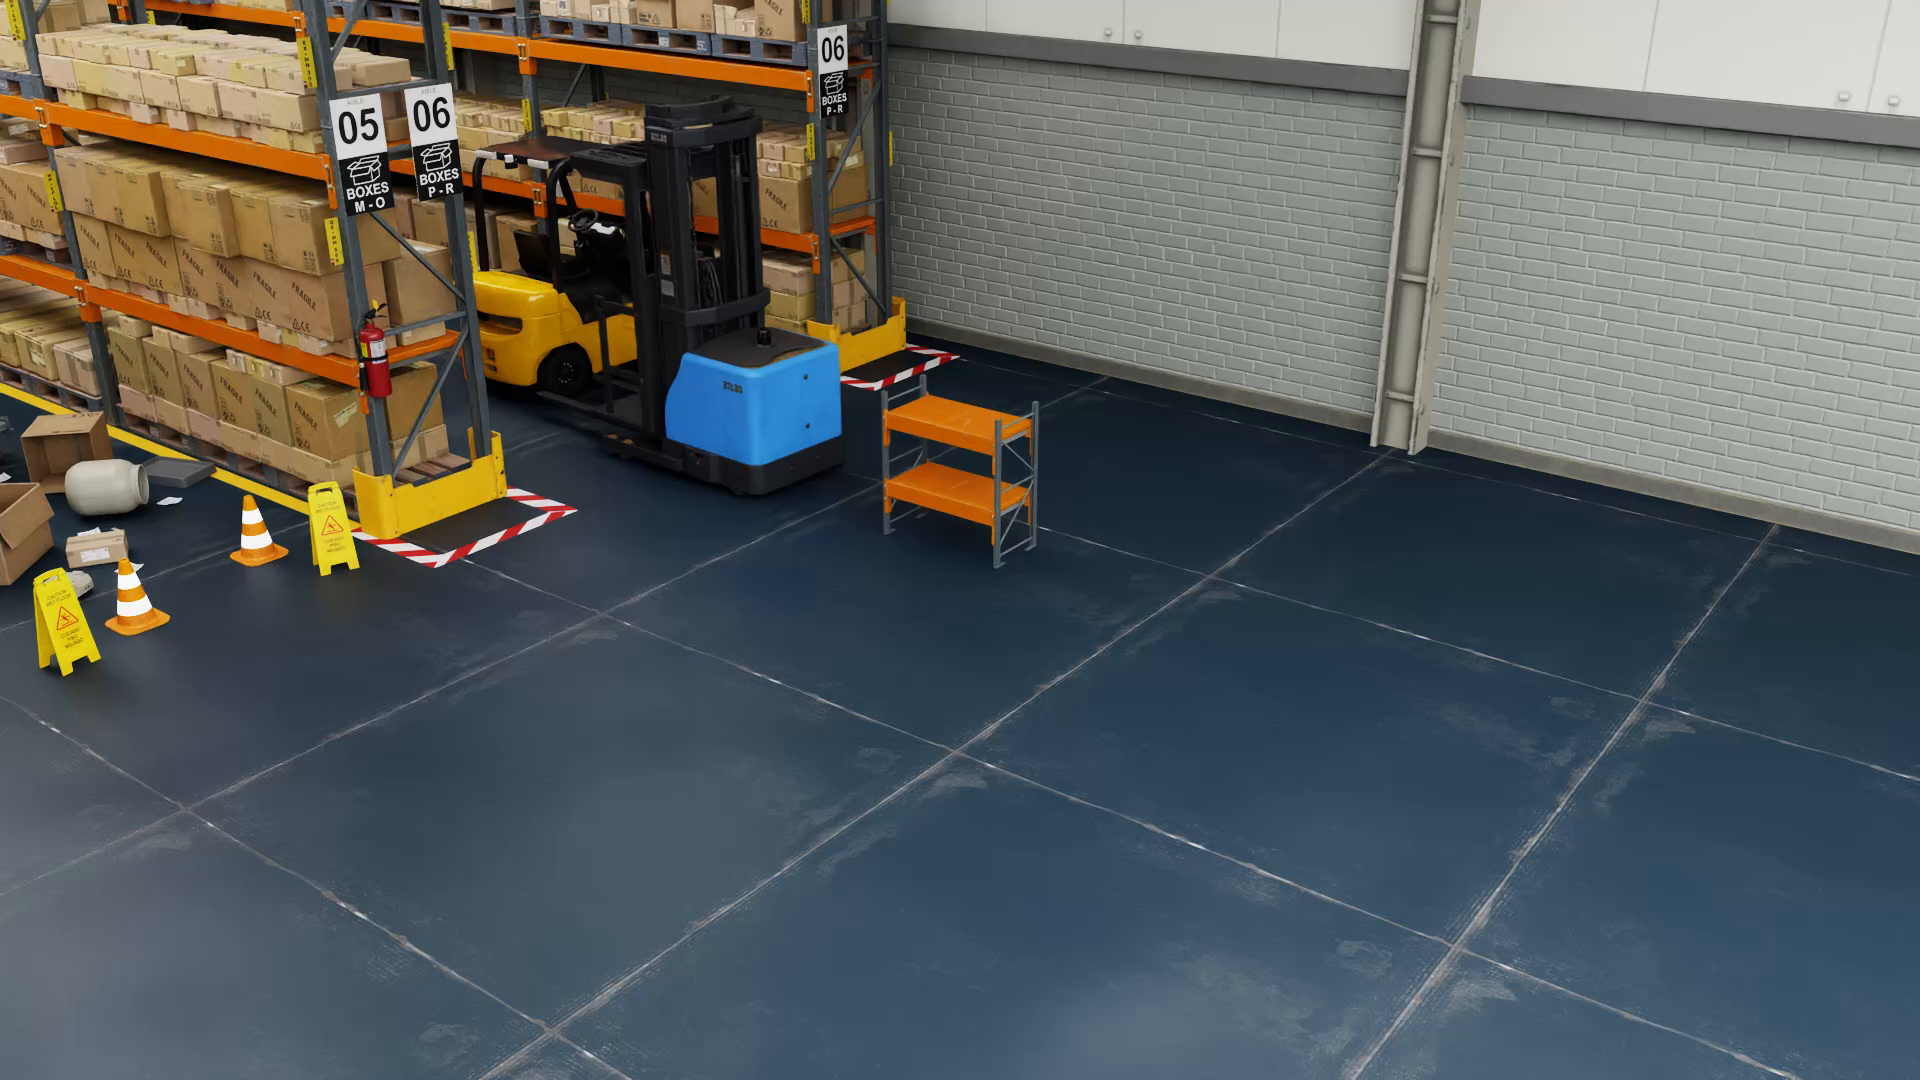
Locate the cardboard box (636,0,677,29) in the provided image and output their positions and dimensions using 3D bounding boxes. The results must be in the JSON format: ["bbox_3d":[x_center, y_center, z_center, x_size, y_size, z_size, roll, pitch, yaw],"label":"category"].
[{"bbox_3d":[-2.732,-5.297,16.210,0.637,0.503,0.797,18,29,35],"label":"cardboard box"}]

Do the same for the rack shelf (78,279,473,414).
[{"bbox_3d":[-5.601,-1.729,13.497,4.000,0.370,1.077,17,29,33],"label":"rack shelf"}]

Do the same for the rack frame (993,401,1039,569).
[{"bbox_3d":[0.401,-0.393,11.899,0.032,1.125,0.500,17,29,33],"label":"rack frame"}]

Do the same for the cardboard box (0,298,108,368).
[{"bbox_3d":[-8.757,-1.998,15.953,0.625,0.372,0.950,18,29,35],"label":"cardboard box"}]

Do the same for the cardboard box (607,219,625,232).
[{"bbox_3d":[-3.625,-3.191,17.571,0.500,0.250,0.500,17,29,33],"label":"cardboard box"}]

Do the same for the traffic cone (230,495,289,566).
[{"bbox_3d":[-5.118,-0.102,12.057,0.334,0.463,0.336,17,29,33],"label":"traffic cone"}]

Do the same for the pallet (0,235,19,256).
[{"bbox_3d":[-8.794,-2.956,15.627,1.213,0.211,1.003,17,29,33],"label":"pallet"}]

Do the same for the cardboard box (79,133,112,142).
[{"bbox_3d":[-12.373,-5.537,23.826,0.500,0.500,0.500,17,29,34],"label":"cardboard box"}]

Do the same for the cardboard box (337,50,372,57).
[{"bbox_3d":[-4.537,-3.485,12.193,0.250,0.149,0.380,17,29,33],"label":"cardboard box"}]

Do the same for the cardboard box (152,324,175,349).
[{"bbox_3d":[-6.415,-1.713,13.723,0.250,0.149,0.380,18,30,35],"label":"cardboard box"}]

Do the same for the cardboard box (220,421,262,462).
[{"bbox_3d":[-5.641,-0.870,13.544,0.500,0.250,0.500,16,28,31],"label":"cardboard box"}]

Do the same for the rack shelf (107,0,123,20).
[{"bbox_3d":[-12.229,-7.606,23.115,4.000,0.370,1.077,17,29,33],"label":"rack shelf"}]

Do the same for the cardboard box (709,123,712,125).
[{"bbox_3d":[-2.388,-4.189,16.891,0.250,0.149,0.380,17,29,34],"label":"cardboard box"}]

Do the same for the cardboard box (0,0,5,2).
[{"bbox_3d":[-8.571,-4.606,14.458,0.500,0.250,0.500,17,29,34],"label":"cardboard box"}]

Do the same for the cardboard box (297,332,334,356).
[{"bbox_3d":[-4.697,-1.507,12.411,0.250,0.149,0.380,16,29,33],"label":"cardboard box"}]

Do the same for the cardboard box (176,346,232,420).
[{"bbox_3d":[-6.042,-1.338,13.676,0.500,0.500,0.500,19,30,36],"label":"cardboard box"}]

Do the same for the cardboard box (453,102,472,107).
[{"bbox_3d":[-5.674,-4.797,18.640,0.250,0.149,0.380,17,29,34],"label":"cardboard box"}]

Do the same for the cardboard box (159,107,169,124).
[{"bbox_3d":[-5.864,-3.271,12.696,0.250,0.149,0.380,17,29,34],"label":"cardboard box"}]

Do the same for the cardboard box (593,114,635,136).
[{"bbox_3d":[-3.533,-4.262,17.056,0.250,0.149,0.380,18,29,34],"label":"cardboard box"}]

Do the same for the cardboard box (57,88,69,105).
[{"bbox_3d":[-7.098,-3.644,13.541,0.250,0.149,0.380,16,29,33],"label":"cardboard box"}]

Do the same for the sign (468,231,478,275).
[{"bbox_3d":[-3.675,-2.146,12.477,0.005,0.325,0.100,17,29,33],"label":"sign"}]

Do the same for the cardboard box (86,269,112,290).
[{"bbox_3d":[-7.142,-2.247,14.093,0.250,0.149,0.380,17,29,33],"label":"cardboard box"}]

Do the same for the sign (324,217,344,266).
[{"bbox_3d":[-4.349,-2.075,11.562,0.005,0.325,0.100,17,29,33],"label":"sign"}]

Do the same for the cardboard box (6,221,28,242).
[{"bbox_3d":[-8.207,-2.775,14.769,0.250,0.149,0.380,16,29,32],"label":"cardboard box"}]

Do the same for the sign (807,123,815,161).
[{"bbox_3d":[-1.363,-3.644,15.220,0.005,0.325,0.100,17,29,33],"label":"sign"}]

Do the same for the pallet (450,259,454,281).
[{"bbox_3d":[-5.821,-3.329,19.694,1.213,0.211,1.003,17,29,33],"label":"pallet"}]

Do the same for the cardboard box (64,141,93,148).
[{"bbox_3d":[-8.193,-3.367,15.308,0.500,0.500,0.500,17,29,33],"label":"cardboard box"}]

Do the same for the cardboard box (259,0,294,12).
[{"bbox_3d":[-7.984,-6.461,19.811,0.500,0.250,0.500,16,28,32],"label":"cardboard box"}]

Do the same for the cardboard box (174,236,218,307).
[{"bbox_3d":[-5.791,-2.172,13.118,0.500,0.500,0.500,17,29,34],"label":"cardboard box"}]

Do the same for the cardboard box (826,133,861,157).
[{"bbox_3d":[-1.167,-3.806,16.021,0.250,0.149,0.380,16,28,32],"label":"cardboard box"}]

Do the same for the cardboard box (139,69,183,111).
[{"bbox_3d":[-5.797,-3.419,12.537,0.500,0.250,0.500,17,29,34],"label":"cardboard box"}]

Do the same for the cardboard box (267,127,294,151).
[{"bbox_3d":[-4.673,-2.878,11.804,0.250,0.149,0.380,17,29,34],"label":"cardboard box"}]

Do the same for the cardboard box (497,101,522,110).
[{"bbox_3d":[-4.979,-4.839,18.734,0.250,0.149,0.380,16,29,33],"label":"cardboard box"}]

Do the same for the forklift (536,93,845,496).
[{"bbox_3d":[-2.409,-2.163,13.675,3.031,2.935,1.130,18,30,36],"label":"forklift"}]

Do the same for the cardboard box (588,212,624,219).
[{"bbox_3d":[-3.718,-3.479,18.226,0.500,0.250,0.500,17,29,34],"label":"cardboard box"}]

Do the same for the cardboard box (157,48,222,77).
[{"bbox_3d":[-5.696,-3.544,12.326,0.250,0.149,0.380,18,29,35],"label":"cardboard box"}]

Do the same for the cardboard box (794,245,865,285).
[{"bbox_3d":[-1.298,-2.746,16.562,0.500,0.250,0.500,16,29,33],"label":"cardboard box"}]

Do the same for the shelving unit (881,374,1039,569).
[{"bbox_3d":[-0.005,-0.516,12.178,1.048,1.125,0.538,17,29,33],"label":"shelving unit"}]

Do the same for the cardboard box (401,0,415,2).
[{"bbox_3d":[-5.907,-5.994,18.232,0.250,0.149,0.380,16,29,33],"label":"cardboard box"}]

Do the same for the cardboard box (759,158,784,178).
[{"bbox_3d":[-1.694,-3.565,15.844,0.250,0.149,0.380,17,29,34],"label":"cardboard box"}]

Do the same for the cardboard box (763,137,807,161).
[{"bbox_3d":[-1.656,-3.724,15.835,0.250,0.149,0.380,17,29,33],"label":"cardboard box"}]

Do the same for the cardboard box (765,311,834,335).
[{"bbox_3d":[-1.592,-2.123,16.387,0.500,0.250,0.500,17,29,34],"label":"cardboard box"}]

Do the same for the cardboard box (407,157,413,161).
[{"bbox_3d":[-5.990,-4.485,19.046,0.500,0.250,0.500,18,29,35],"label":"cardboard box"}]

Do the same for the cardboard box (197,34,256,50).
[{"bbox_3d":[-5.738,-3.866,13.058,0.250,0.149,0.380,17,29,34],"label":"cardboard box"}]

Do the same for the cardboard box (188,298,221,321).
[{"bbox_3d":[-5.905,-1.883,13.266,0.250,0.149,0.380,17,29,33],"label":"cardboard box"}]

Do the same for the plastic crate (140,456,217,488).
[{"bbox_3d":[-6.437,-0.562,13.576,0.583,0.080,0.402,7,25,15],"label":"plastic crate"}]

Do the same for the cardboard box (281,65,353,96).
[{"bbox_3d":[-4.448,-3.184,11.509,0.250,0.149,0.380,17,29,34],"label":"cardboard box"}]

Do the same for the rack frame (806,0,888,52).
[{"bbox_3d":[-1.027,-5.922,14.682,0.127,3.000,1.000,17,29,33],"label":"rack frame"}]

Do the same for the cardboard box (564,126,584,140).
[{"bbox_3d":[-3.922,-4.263,17.427,0.250,0.149,0.380,18,29,34],"label":"cardboard box"}]

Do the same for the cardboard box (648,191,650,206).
[{"bbox_3d":[-2.807,-3.627,16.789,0.500,0.500,0.500,17,29,34],"label":"cardboard box"}]

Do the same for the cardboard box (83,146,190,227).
[{"bbox_3d":[-6.584,-2.874,13.471,0.500,0.500,0.700,17,29,34],"label":"cardboard box"}]

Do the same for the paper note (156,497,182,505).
[{"bbox_3d":[-6.210,-0.312,13.071,0.148,0.019,0.142,7,25,15],"label":"paper note"}]

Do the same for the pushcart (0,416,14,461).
[{"bbox_3d":[-8.529,-0.594,13.281,0.936,0.377,1.648,7,25,15],"label":"pushcart"}]

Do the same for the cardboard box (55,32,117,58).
[{"bbox_3d":[-6.920,-3.930,13.202,0.250,0.149,0.380,18,29,35],"label":"cardboard box"}]

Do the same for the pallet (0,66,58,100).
[{"bbox_3d":[-7.631,-4.012,14.300,1.003,0.211,1.213,17,29,33],"label":"pallet"}]
